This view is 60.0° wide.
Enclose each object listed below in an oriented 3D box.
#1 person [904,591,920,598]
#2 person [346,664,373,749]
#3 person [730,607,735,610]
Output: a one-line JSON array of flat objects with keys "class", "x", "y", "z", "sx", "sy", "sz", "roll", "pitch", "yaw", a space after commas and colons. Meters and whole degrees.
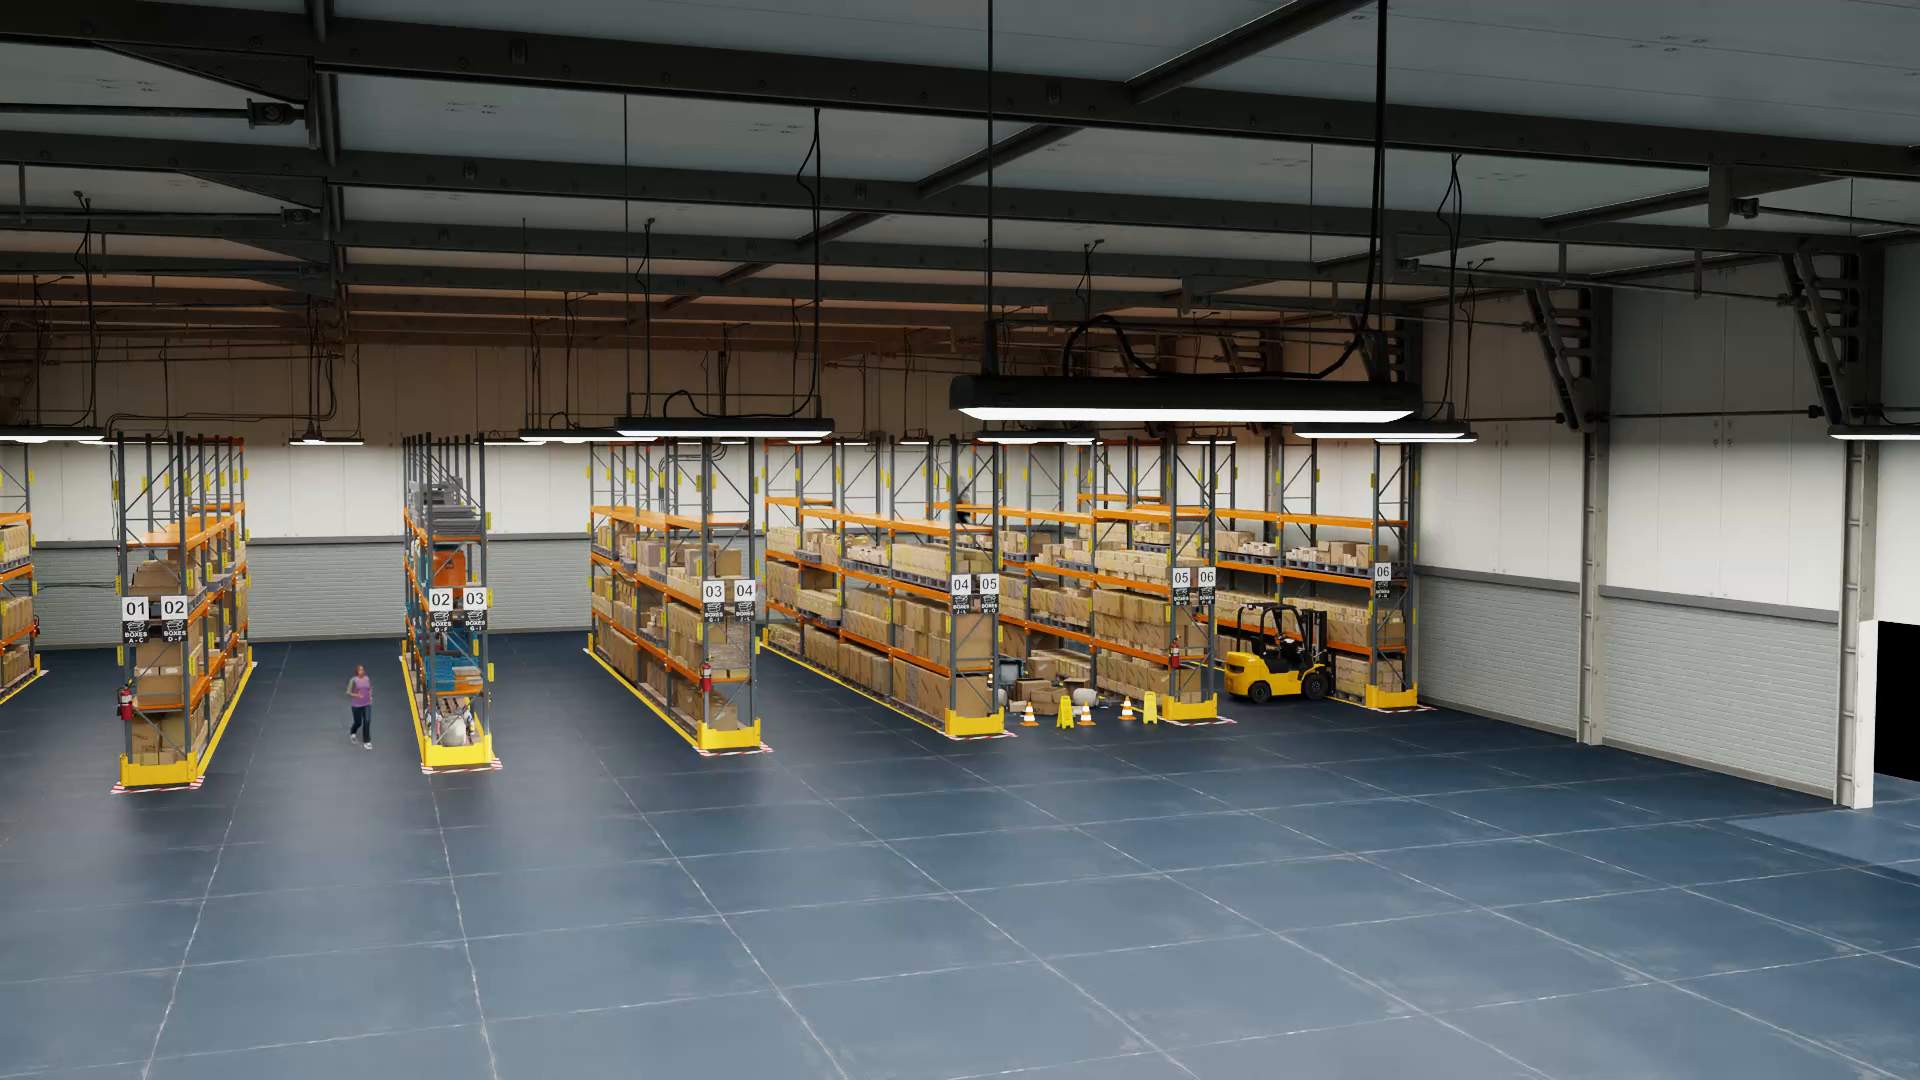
[{"class": "person", "x": -1.567, "y": 1.991, "z": 51.180, "sx": 1.059, "sy": 1.738, "sz": 0.767, "roll": -1, "pitch": 3, "yaw": -15}, {"class": "person", "x": -11.376, "y": 3.145, "z": 31.594, "sx": 0.548, "sy": 1.572, "sz": 0.878, "roll": -3, "pitch": 4, "yaw": -40}, {"class": "person", "x": -6.778, "y": 2.181, "z": 48.817, "sx": 0.707, "sy": 1.728, "sz": 0.780, "roll": -3, "pitch": 4, "yaw": -40}]
